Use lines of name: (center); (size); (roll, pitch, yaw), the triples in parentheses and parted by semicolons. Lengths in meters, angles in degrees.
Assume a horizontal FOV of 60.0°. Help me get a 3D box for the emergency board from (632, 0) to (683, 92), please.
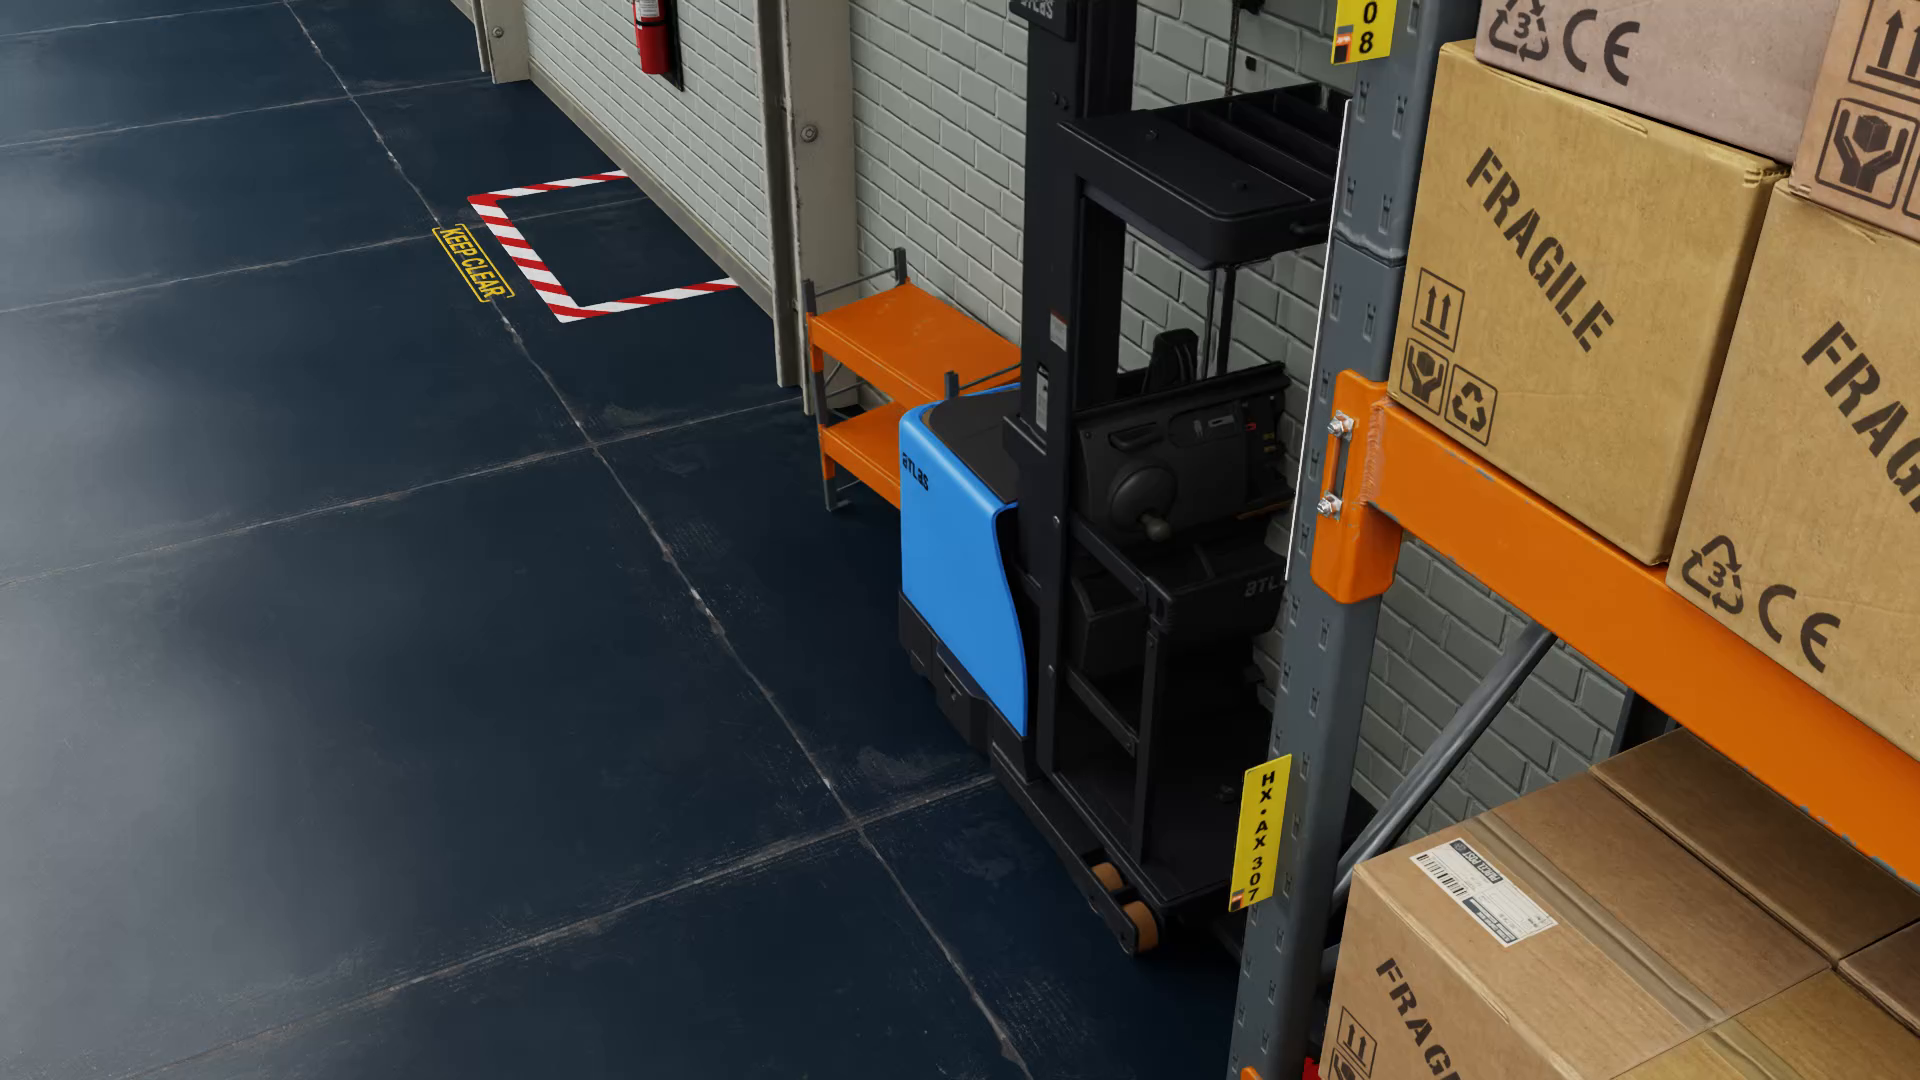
emergency board: (-1.824, -3.199, 9.462); (0.194, 1.169, 0.643); (-16, 36, -23)

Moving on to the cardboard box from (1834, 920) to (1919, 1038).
cardboard box: (1.634, 0.890, 2.505); (0.500, 0.500, 0.500); (-15, 36, -22)

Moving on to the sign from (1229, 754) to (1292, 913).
sign: (0.520, 0.509, 2.872); (0.100, 0.325, 0.005); (-16, 36, -23)

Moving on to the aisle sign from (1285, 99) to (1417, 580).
aisle sign: (0.701, -0.317, 2.554); (0.394, 0.787, 0.004); (-16, 36, -23)

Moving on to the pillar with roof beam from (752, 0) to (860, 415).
pillar with roof beam: (-4.514, -3.453, 4.298); (9.100, 9.000, 0.400); (-16, 36, -23)

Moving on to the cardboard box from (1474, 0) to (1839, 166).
cardboard box: (0.965, -0.753, 1.826); (0.500, 0.500, 0.500); (-19, 37, -26)

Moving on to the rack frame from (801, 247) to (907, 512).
rack frame: (-0.415, -0.685, 7.245); (0.500, 1.125, 0.032); (-24, 40, -27)

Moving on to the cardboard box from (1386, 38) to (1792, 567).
cardboard box: (0.935, -0.354, 2.130); (0.500, 0.500, 0.500); (-15, 36, -22)

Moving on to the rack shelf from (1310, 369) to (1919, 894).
rack shelf: (1.932, 0.731, 1.214); (1.077, 0.370, 4.000); (-16, 36, -23)

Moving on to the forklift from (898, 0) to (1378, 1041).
forklift: (0.872, -0.208, 4.858); (1.130, 2.935, 3.031); (-15, 36, -22)

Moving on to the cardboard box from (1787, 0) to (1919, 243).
cardboard box: (1.154, -0.501, 1.432); (0.500, 0.500, 0.500); (-16, 36, -24)

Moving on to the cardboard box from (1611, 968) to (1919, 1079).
cardboard box: (1.178, 1.018, 2.306); (0.500, 0.500, 0.500); (-16, 36, -23)

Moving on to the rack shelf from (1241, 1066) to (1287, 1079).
rack shelf: (1.932, 1.994, 2.023); (1.077, 0.370, 4.000); (-16, 36, -23)

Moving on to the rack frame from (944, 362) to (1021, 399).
rack frame: (0.179, -0.237, 6.552); (0.500, 1.125, 0.032); (-24, 40, -27)

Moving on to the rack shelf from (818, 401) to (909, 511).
rack shelf: (-0.107, -0.260, 7.038); (0.538, 0.278, 1.000); (-24, 40, -27)

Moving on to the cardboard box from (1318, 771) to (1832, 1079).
cardboard box: (0.957, 0.779, 2.678); (0.500, 0.500, 0.500); (-16, 36, -23)

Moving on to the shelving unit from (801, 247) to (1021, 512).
shelving unit: (-0.118, -0.461, 6.899); (0.538, 1.125, 1.048); (-24, 40, -27)

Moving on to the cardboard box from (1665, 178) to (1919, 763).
cardboard box: (1.154, -0.089, 1.716); (0.500, 0.500, 0.500); (-13, 35, -20)

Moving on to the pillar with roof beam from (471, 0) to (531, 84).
pillar with roof beam: (-7.312, -6.317, 8.767); (9.100, 9.000, 0.400); (-16, 36, -23)

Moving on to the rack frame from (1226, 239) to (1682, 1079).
rack frame: (1.000, 0.737, 3.319); (1.000, 3.000, 0.127); (-16, 36, -23)

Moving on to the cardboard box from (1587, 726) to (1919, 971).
cardboard box: (1.408, 0.647, 2.884); (0.500, 0.500, 0.500); (-16, 36, -24)

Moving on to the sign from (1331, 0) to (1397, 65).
sign: (0.520, -0.758, 2.061); (0.100, 0.325, 0.005); (-16, 36, -23)

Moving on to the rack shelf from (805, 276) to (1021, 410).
rack shelf: (-0.132, -0.701, 6.731); (0.538, 0.278, 1.000); (-24, 40, -27)

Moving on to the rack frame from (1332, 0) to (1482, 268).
rack frame: (1.000, -1.789, 1.701); (1.000, 3.000, 0.127); (-16, 36, -23)
